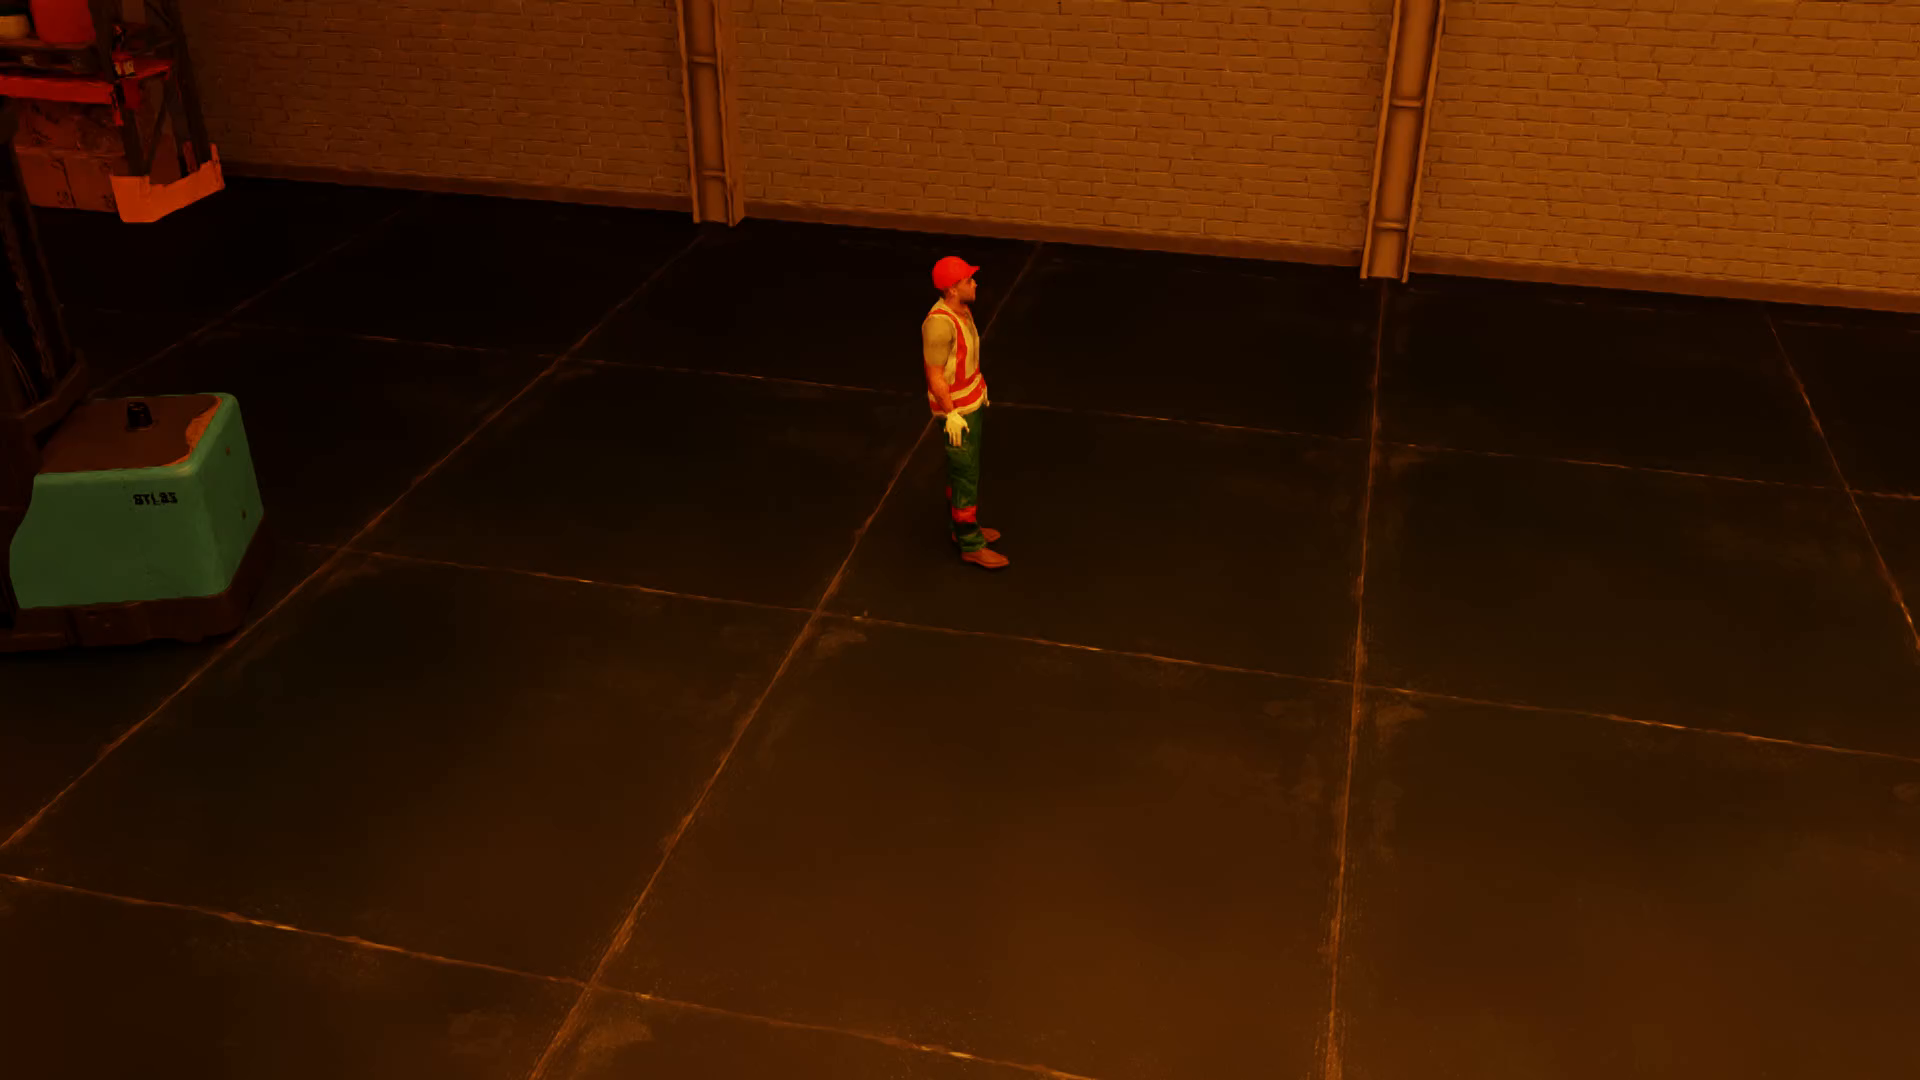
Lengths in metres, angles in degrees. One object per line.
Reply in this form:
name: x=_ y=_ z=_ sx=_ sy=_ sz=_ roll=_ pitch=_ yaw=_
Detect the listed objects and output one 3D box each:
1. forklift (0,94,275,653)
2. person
forklift: x=-5.531 y=-0.859 z=8.686 sx=3.031 sy=2.935 sz=1.130 roll=-4 pitch=30 yaw=-7
person: x=0.075 y=-0.769 z=9.673 sx=0.563 sy=1.787 sz=0.637 roll=7 pitch=30 yaw=12
